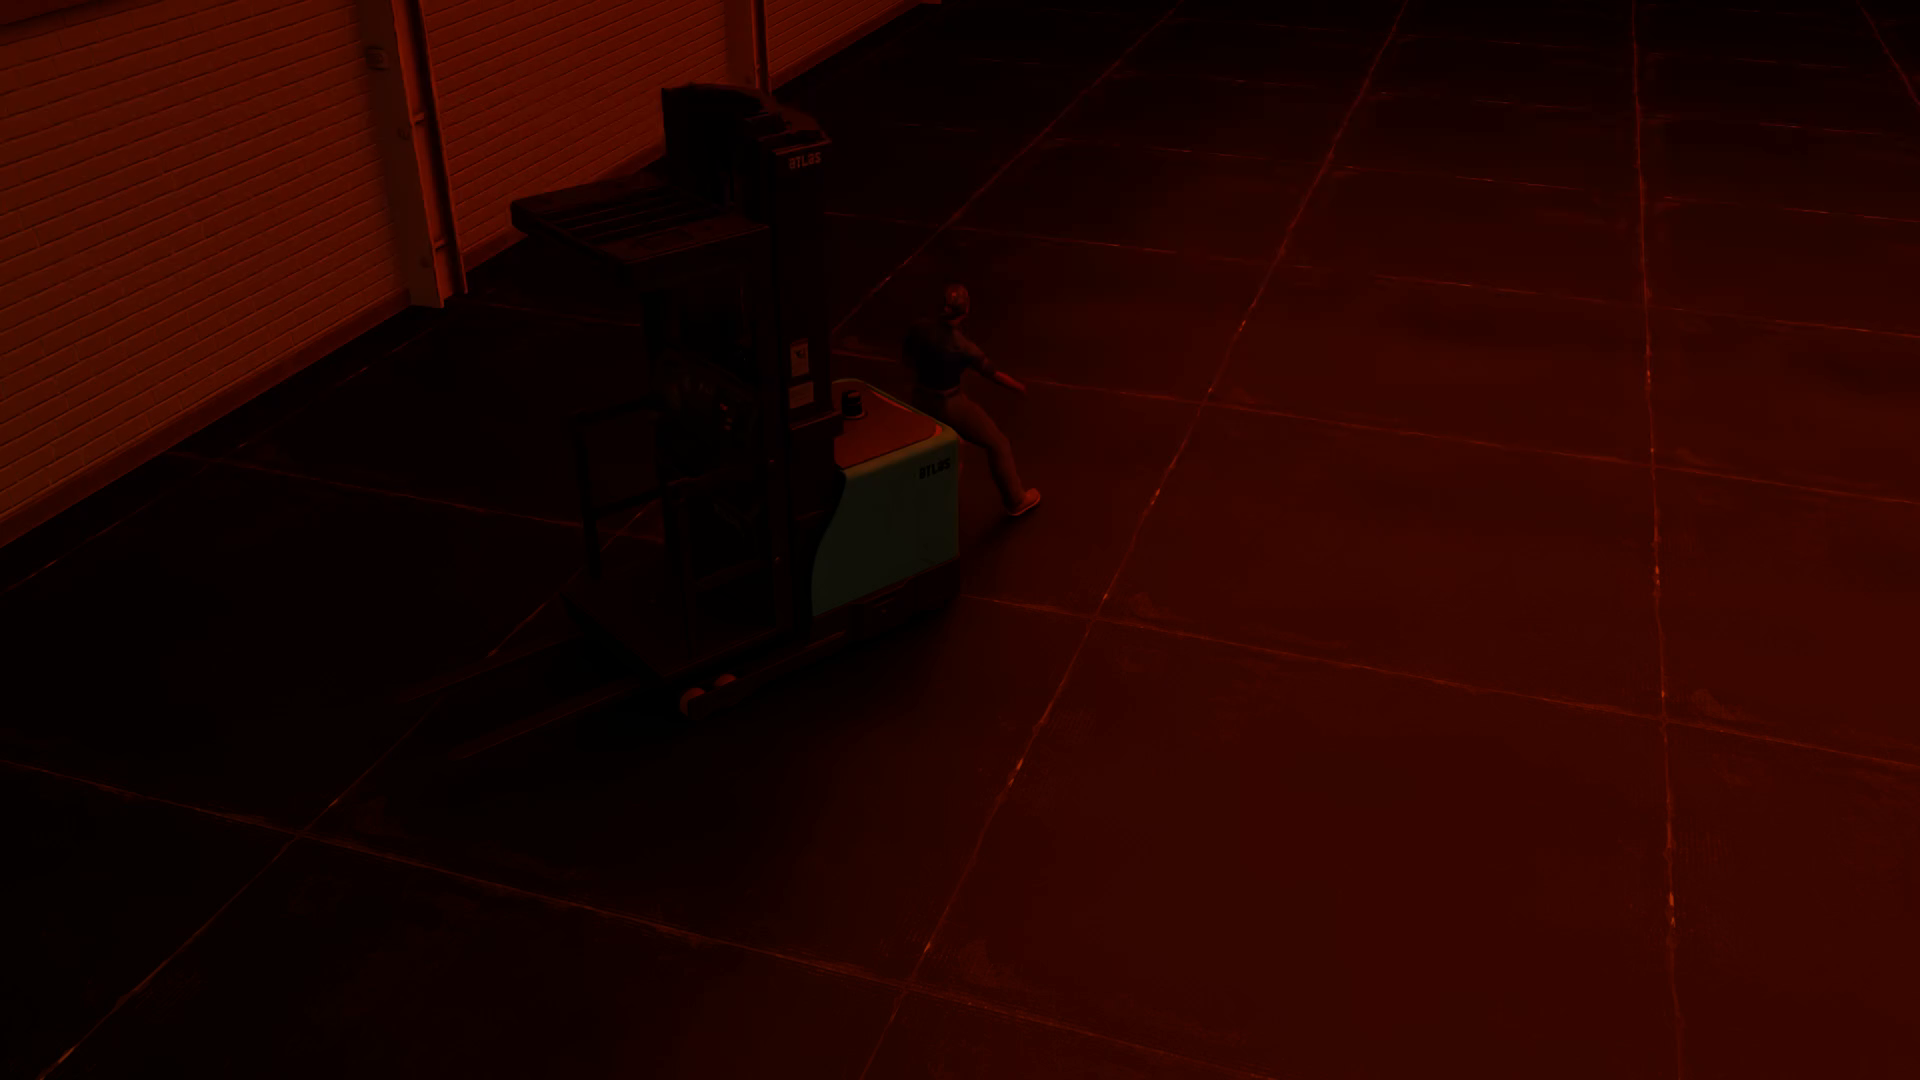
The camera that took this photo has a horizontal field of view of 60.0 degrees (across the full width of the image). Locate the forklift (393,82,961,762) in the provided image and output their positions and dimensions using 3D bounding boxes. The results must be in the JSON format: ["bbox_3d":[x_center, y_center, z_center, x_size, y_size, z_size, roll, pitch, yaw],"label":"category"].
[{"bbox_3d":[-1.447,-0.646,8.270,3.031,2.935,1.130,-23,37,-34],"label":"forklift"}]

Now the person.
[{"bbox_3d":[0.061,-0.878,10.094,0.724,1.522,0.626,19,35,30],"label":"person"}]
